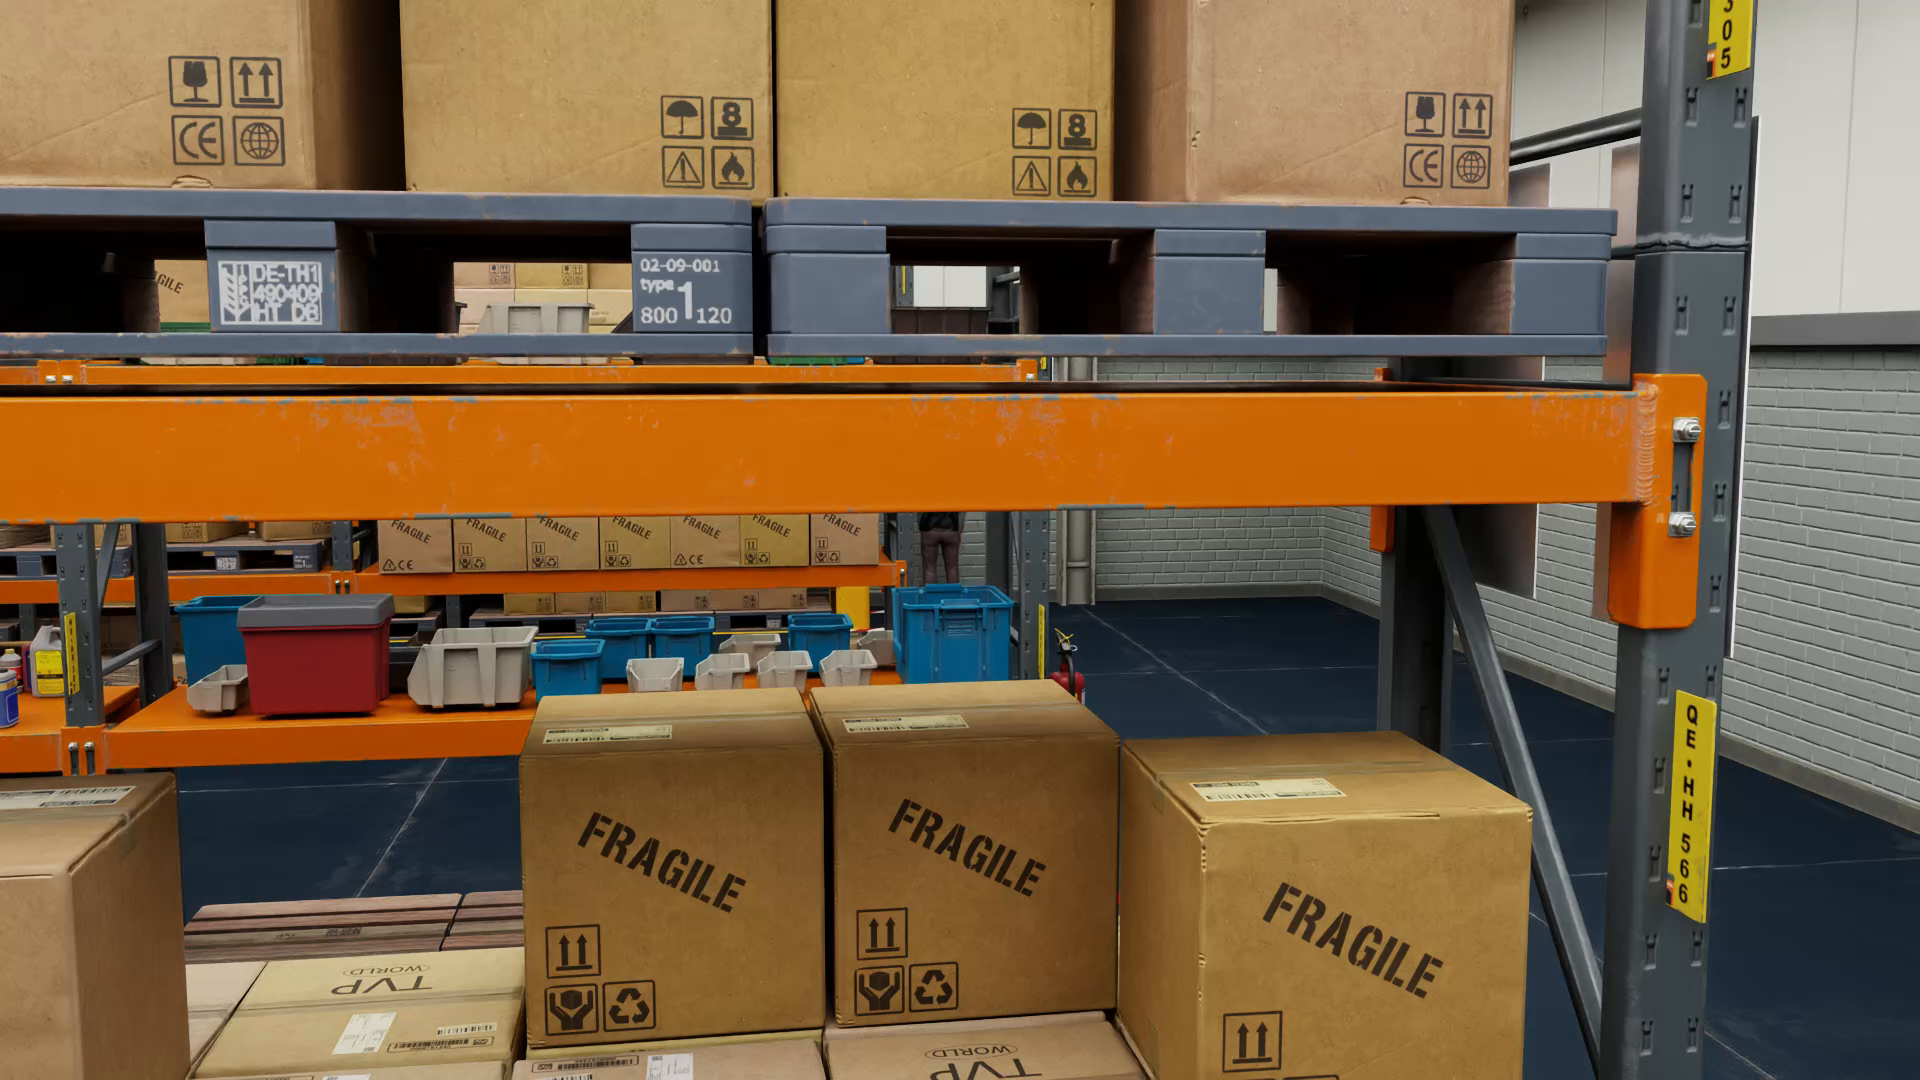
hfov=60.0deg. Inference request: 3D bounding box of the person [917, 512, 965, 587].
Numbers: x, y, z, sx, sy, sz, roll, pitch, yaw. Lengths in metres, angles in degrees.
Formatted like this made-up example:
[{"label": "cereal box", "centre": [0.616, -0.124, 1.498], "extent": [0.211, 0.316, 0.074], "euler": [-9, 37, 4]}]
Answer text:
[{"label": "person", "centre": [-0.218, -0.056, 18.245], "extent": [0.537, 1.729, 0.394], "euler": [-1, 7, -10]}]
